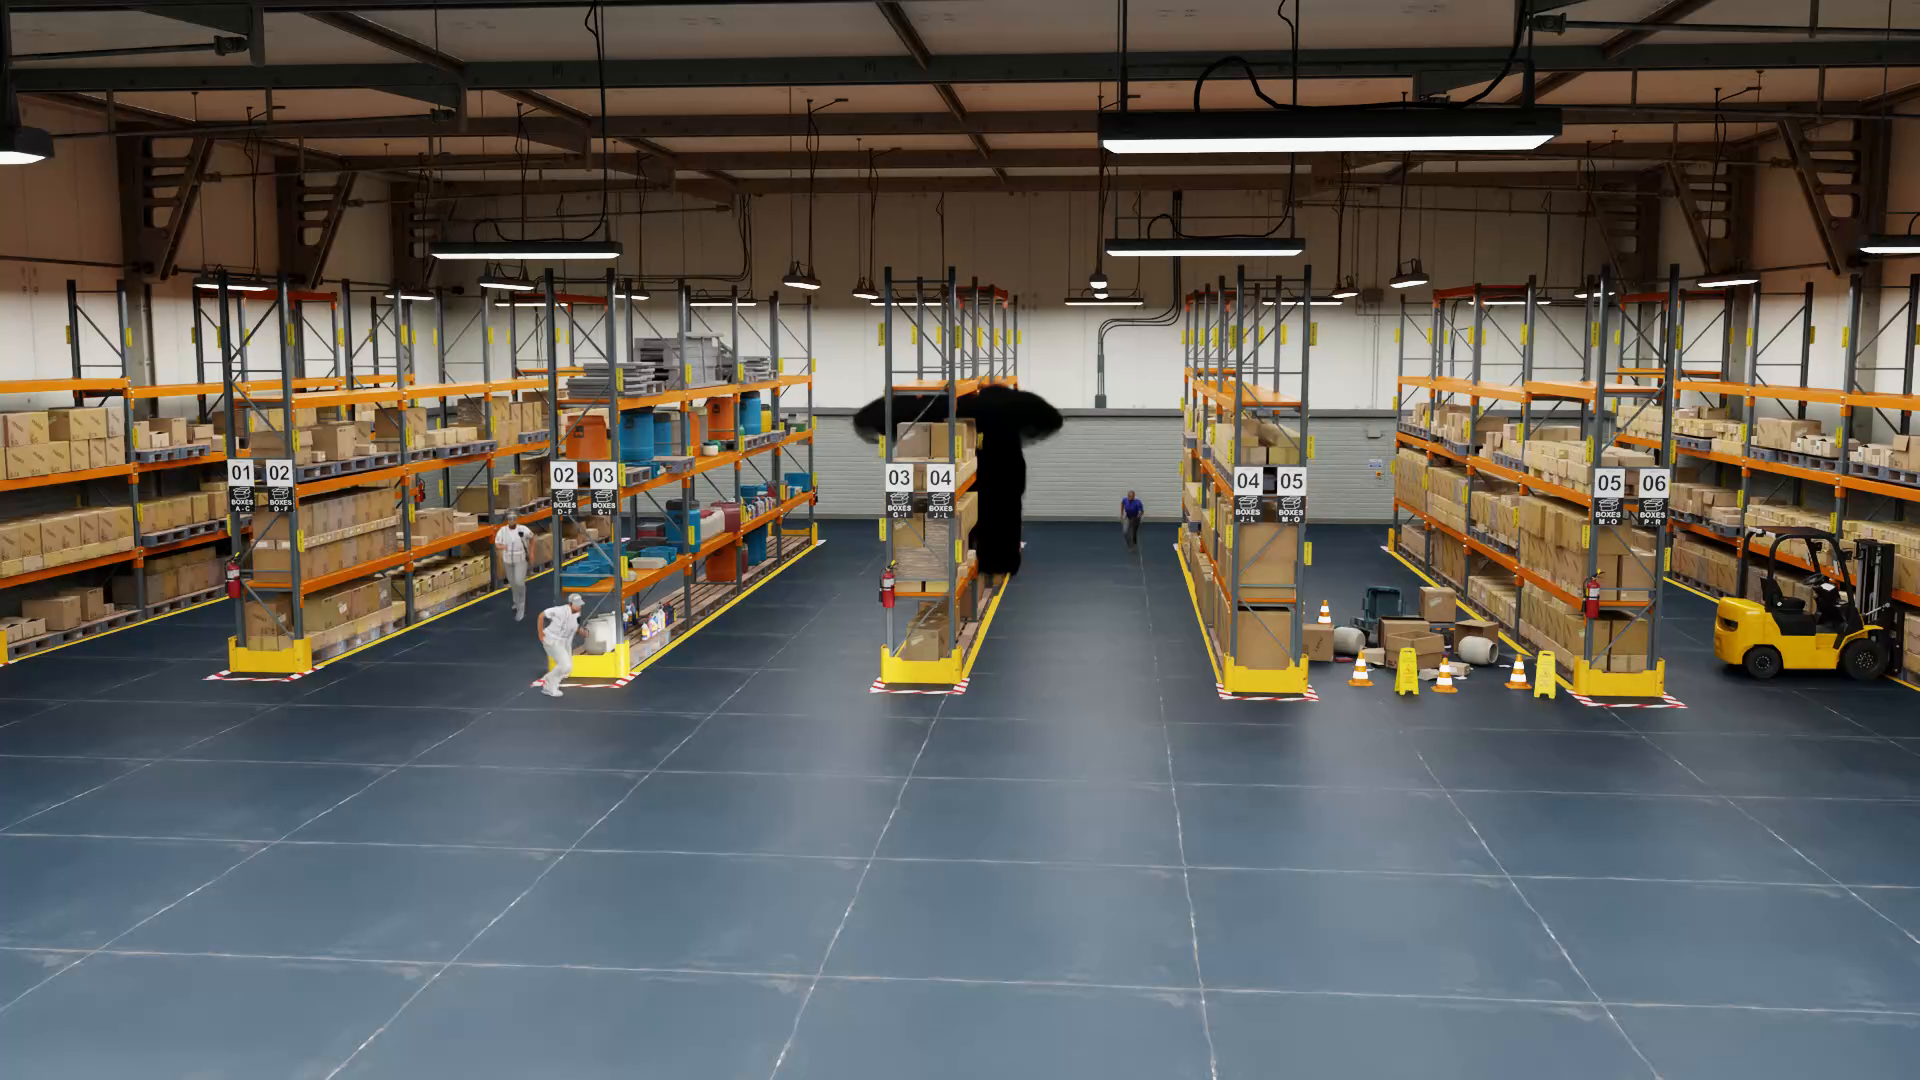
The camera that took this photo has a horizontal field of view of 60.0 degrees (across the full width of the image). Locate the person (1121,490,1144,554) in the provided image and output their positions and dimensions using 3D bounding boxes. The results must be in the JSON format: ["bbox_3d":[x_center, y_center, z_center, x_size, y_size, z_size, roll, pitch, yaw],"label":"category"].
[{"bbox_3d":[4.075,-0.451,38.996,0.576,1.512,1.035,2,7,18],"label":"person"}]

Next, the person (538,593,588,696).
[{"bbox_3d":[-5.546,1.468,23.082,0.845,1.494,0.643,4,8,31],"label":"person"}]

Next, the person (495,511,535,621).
[{"bbox_3d":[-7.691,0.429,28.692,0.607,1.902,0.838,0,7,2],"label":"person"}]
